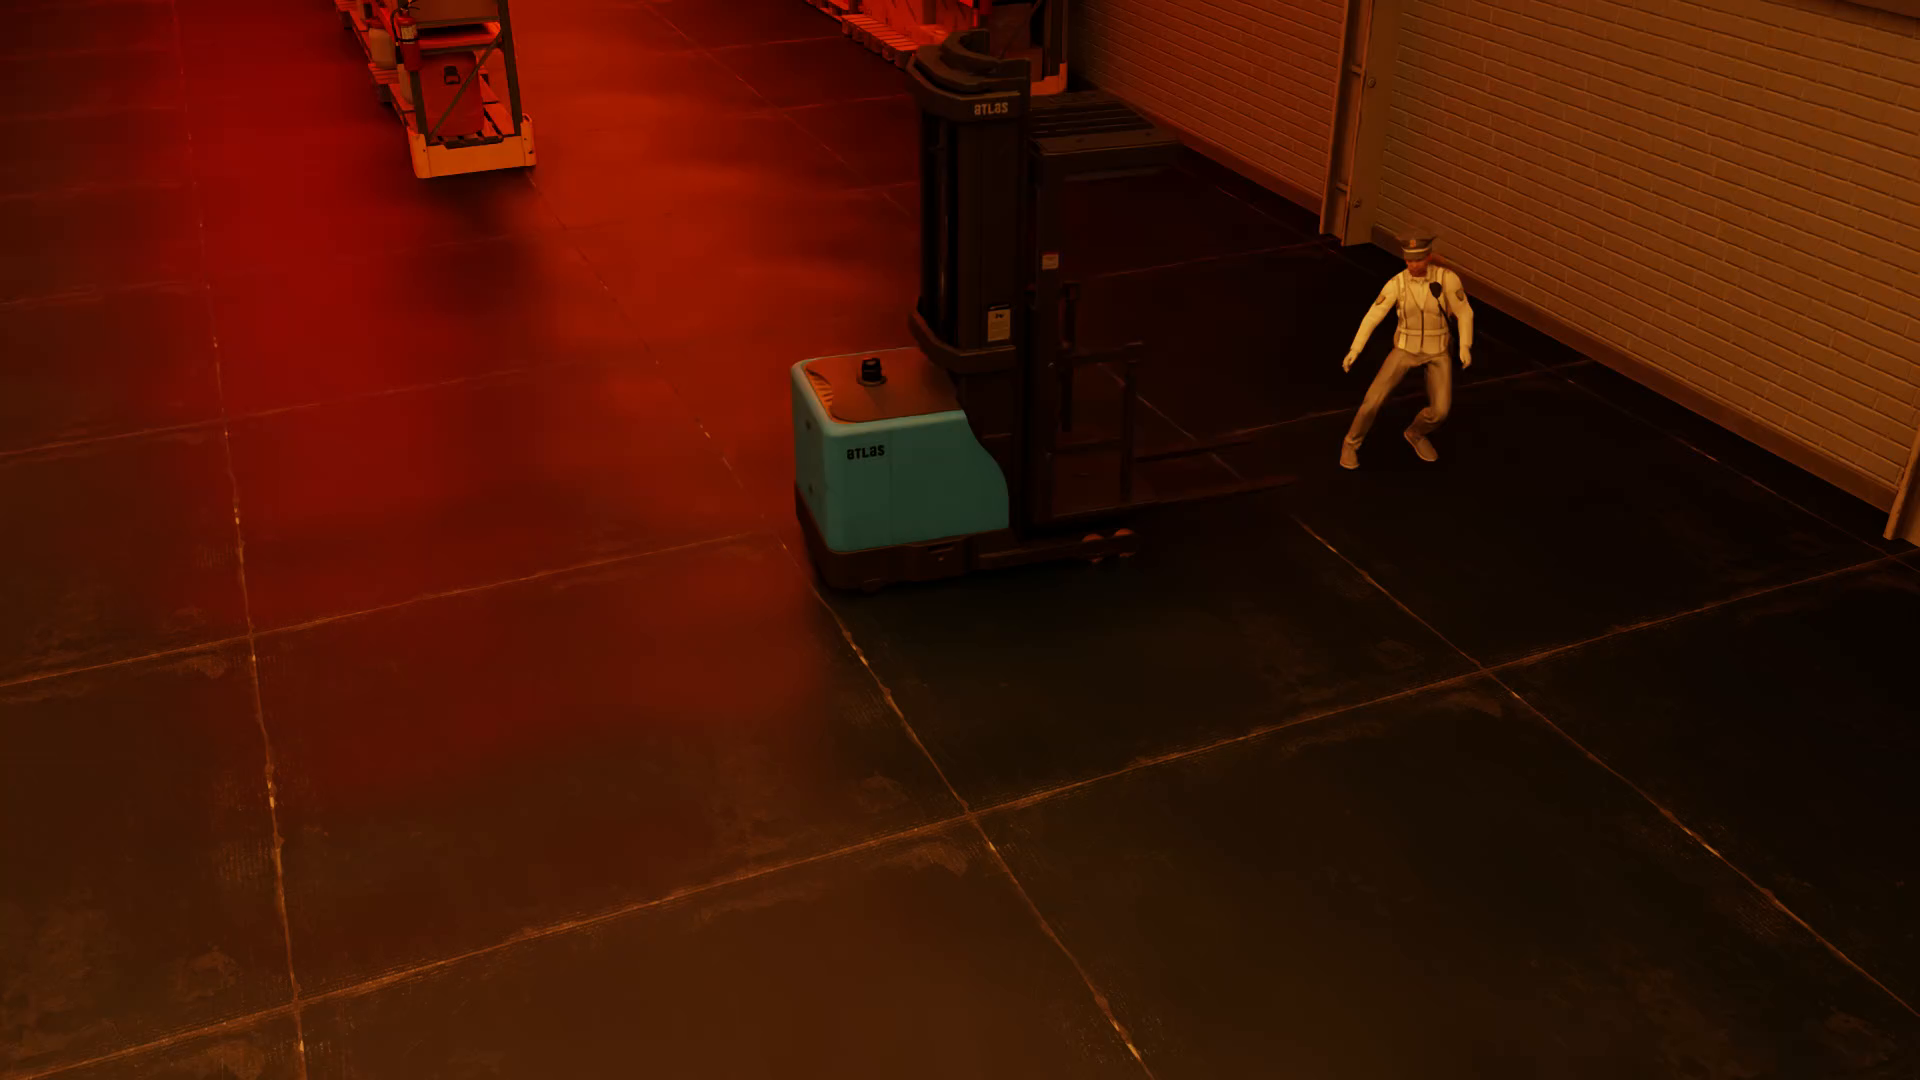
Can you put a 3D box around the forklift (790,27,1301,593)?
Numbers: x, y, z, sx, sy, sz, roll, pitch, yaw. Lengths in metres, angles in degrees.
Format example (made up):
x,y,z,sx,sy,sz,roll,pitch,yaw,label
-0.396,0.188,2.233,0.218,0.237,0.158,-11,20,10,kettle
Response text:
x,y,z,sx,sy,sz,roll,pitch,yaw,label
0.565,-1.383,9.538,3.031,2.935,1.130,-9,31,-15,forklift

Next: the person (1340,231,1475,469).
x,y,z,sx,sy,sz,roll,pitch,yaw,label
2.861,-1.192,10.604,0.779,1.534,0.506,9,31,15,person
